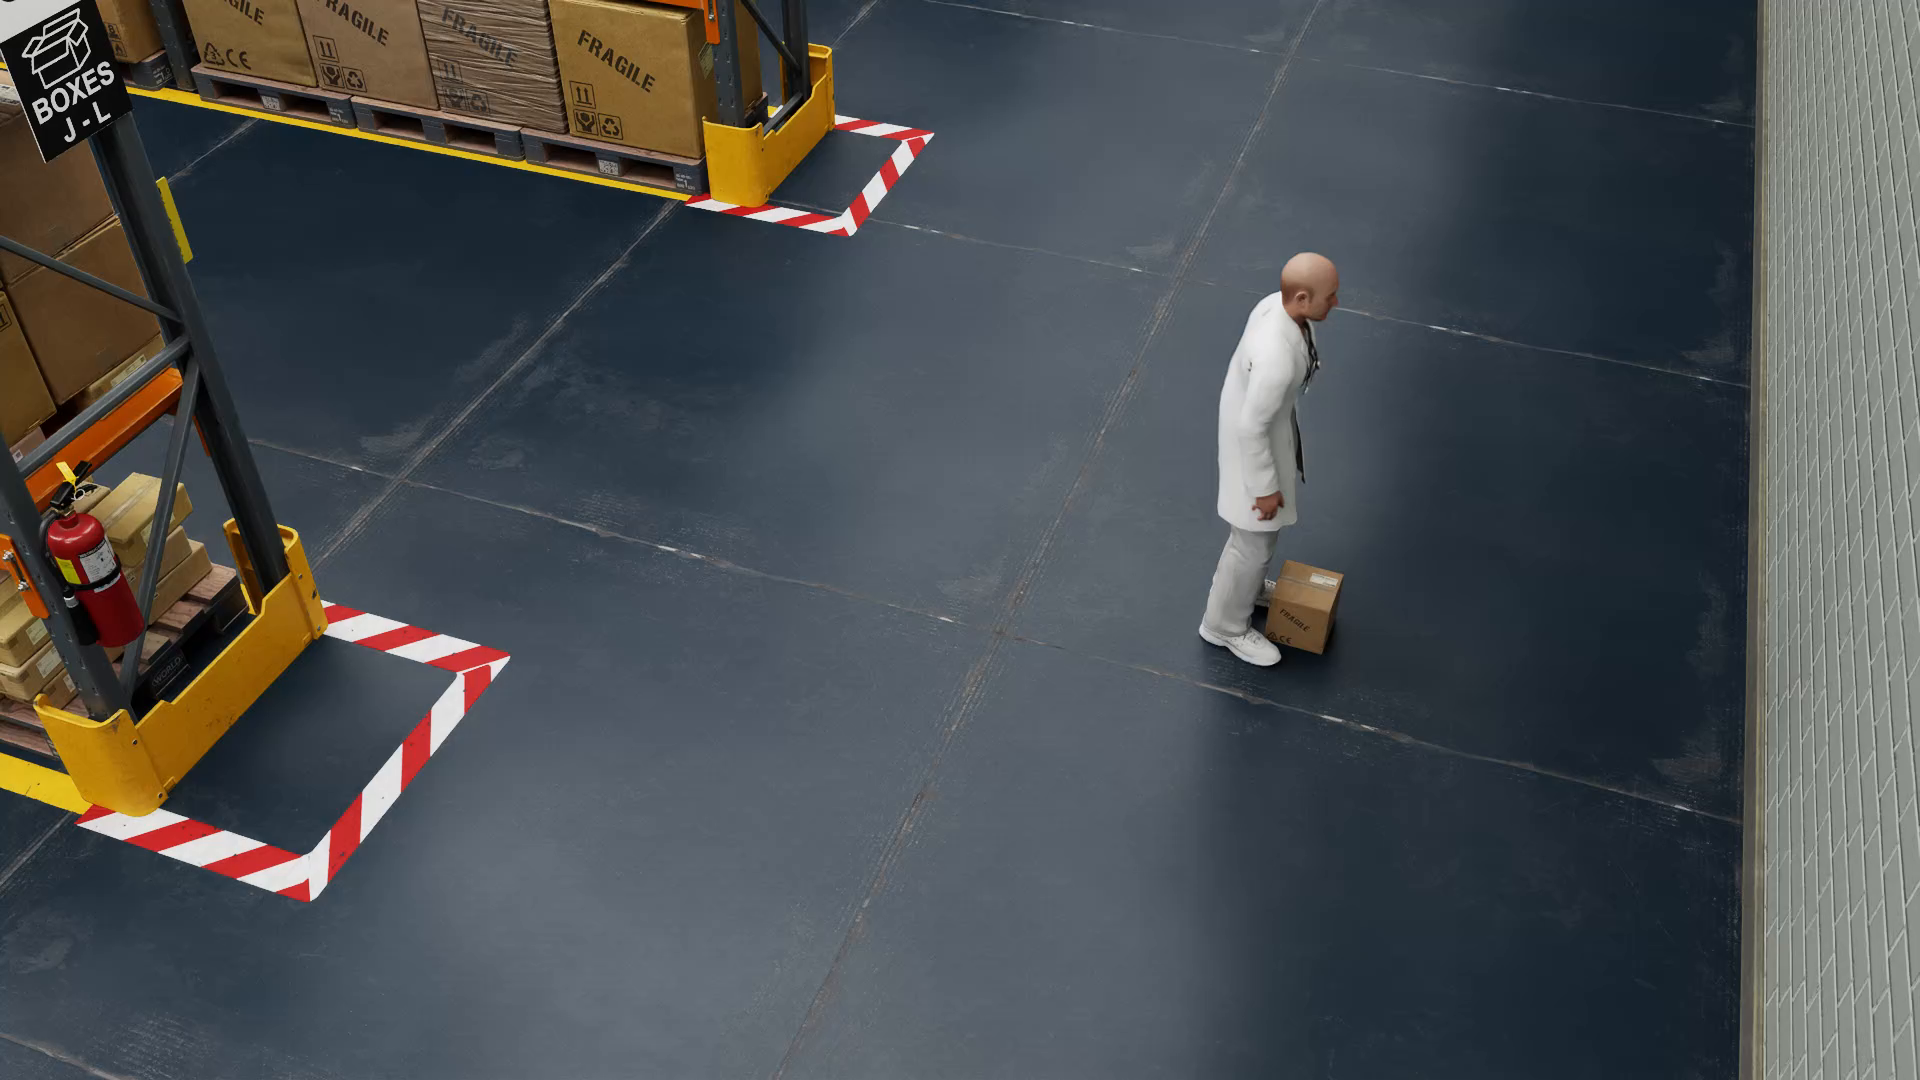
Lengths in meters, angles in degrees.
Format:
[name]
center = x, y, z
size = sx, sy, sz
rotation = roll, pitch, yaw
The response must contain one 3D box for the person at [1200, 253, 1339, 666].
[person]
center = 1.218, -0.351, 6.574
size = 0.416, 1.774, 0.656
rotation = 12, 42, 14
